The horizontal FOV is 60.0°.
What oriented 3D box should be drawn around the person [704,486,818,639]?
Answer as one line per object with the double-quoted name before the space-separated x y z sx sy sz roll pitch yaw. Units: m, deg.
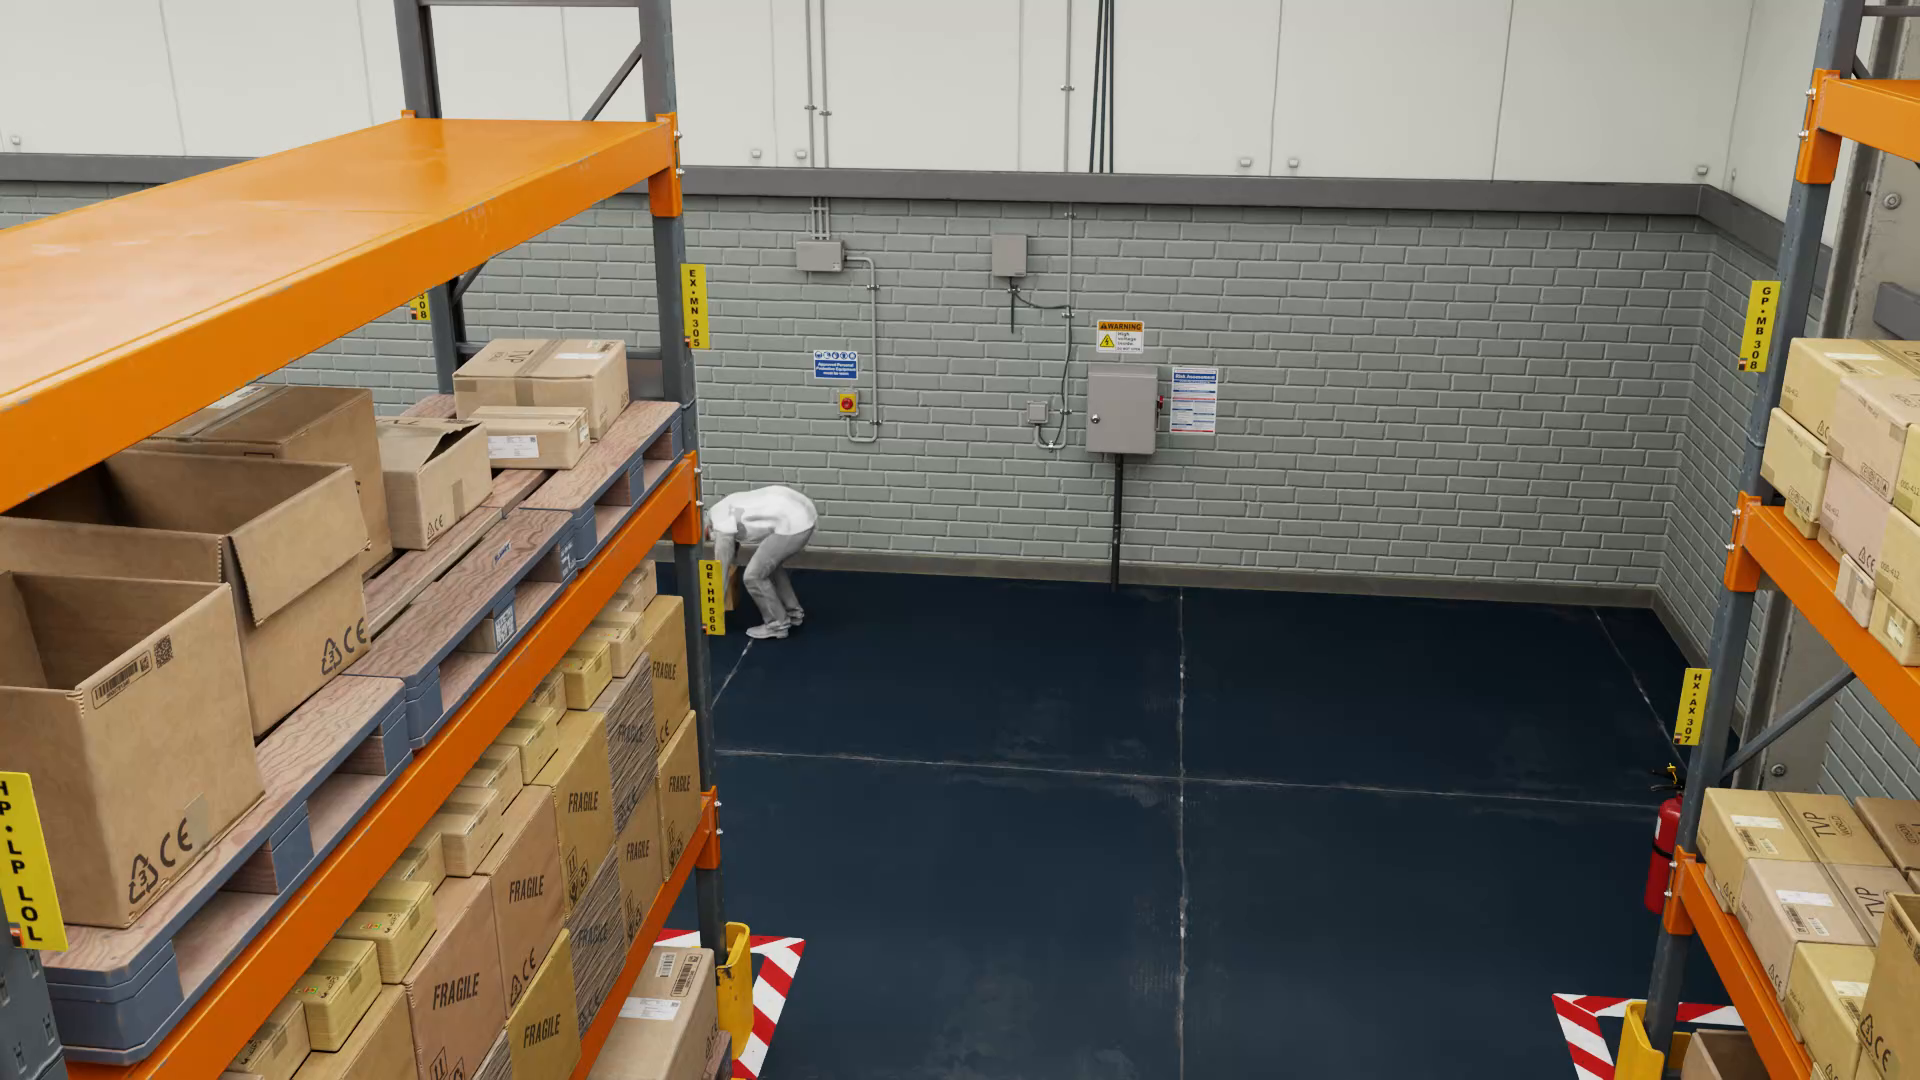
"person" -1.501 0.139 11.671 1.009 1.065 0.475 2 21 4
